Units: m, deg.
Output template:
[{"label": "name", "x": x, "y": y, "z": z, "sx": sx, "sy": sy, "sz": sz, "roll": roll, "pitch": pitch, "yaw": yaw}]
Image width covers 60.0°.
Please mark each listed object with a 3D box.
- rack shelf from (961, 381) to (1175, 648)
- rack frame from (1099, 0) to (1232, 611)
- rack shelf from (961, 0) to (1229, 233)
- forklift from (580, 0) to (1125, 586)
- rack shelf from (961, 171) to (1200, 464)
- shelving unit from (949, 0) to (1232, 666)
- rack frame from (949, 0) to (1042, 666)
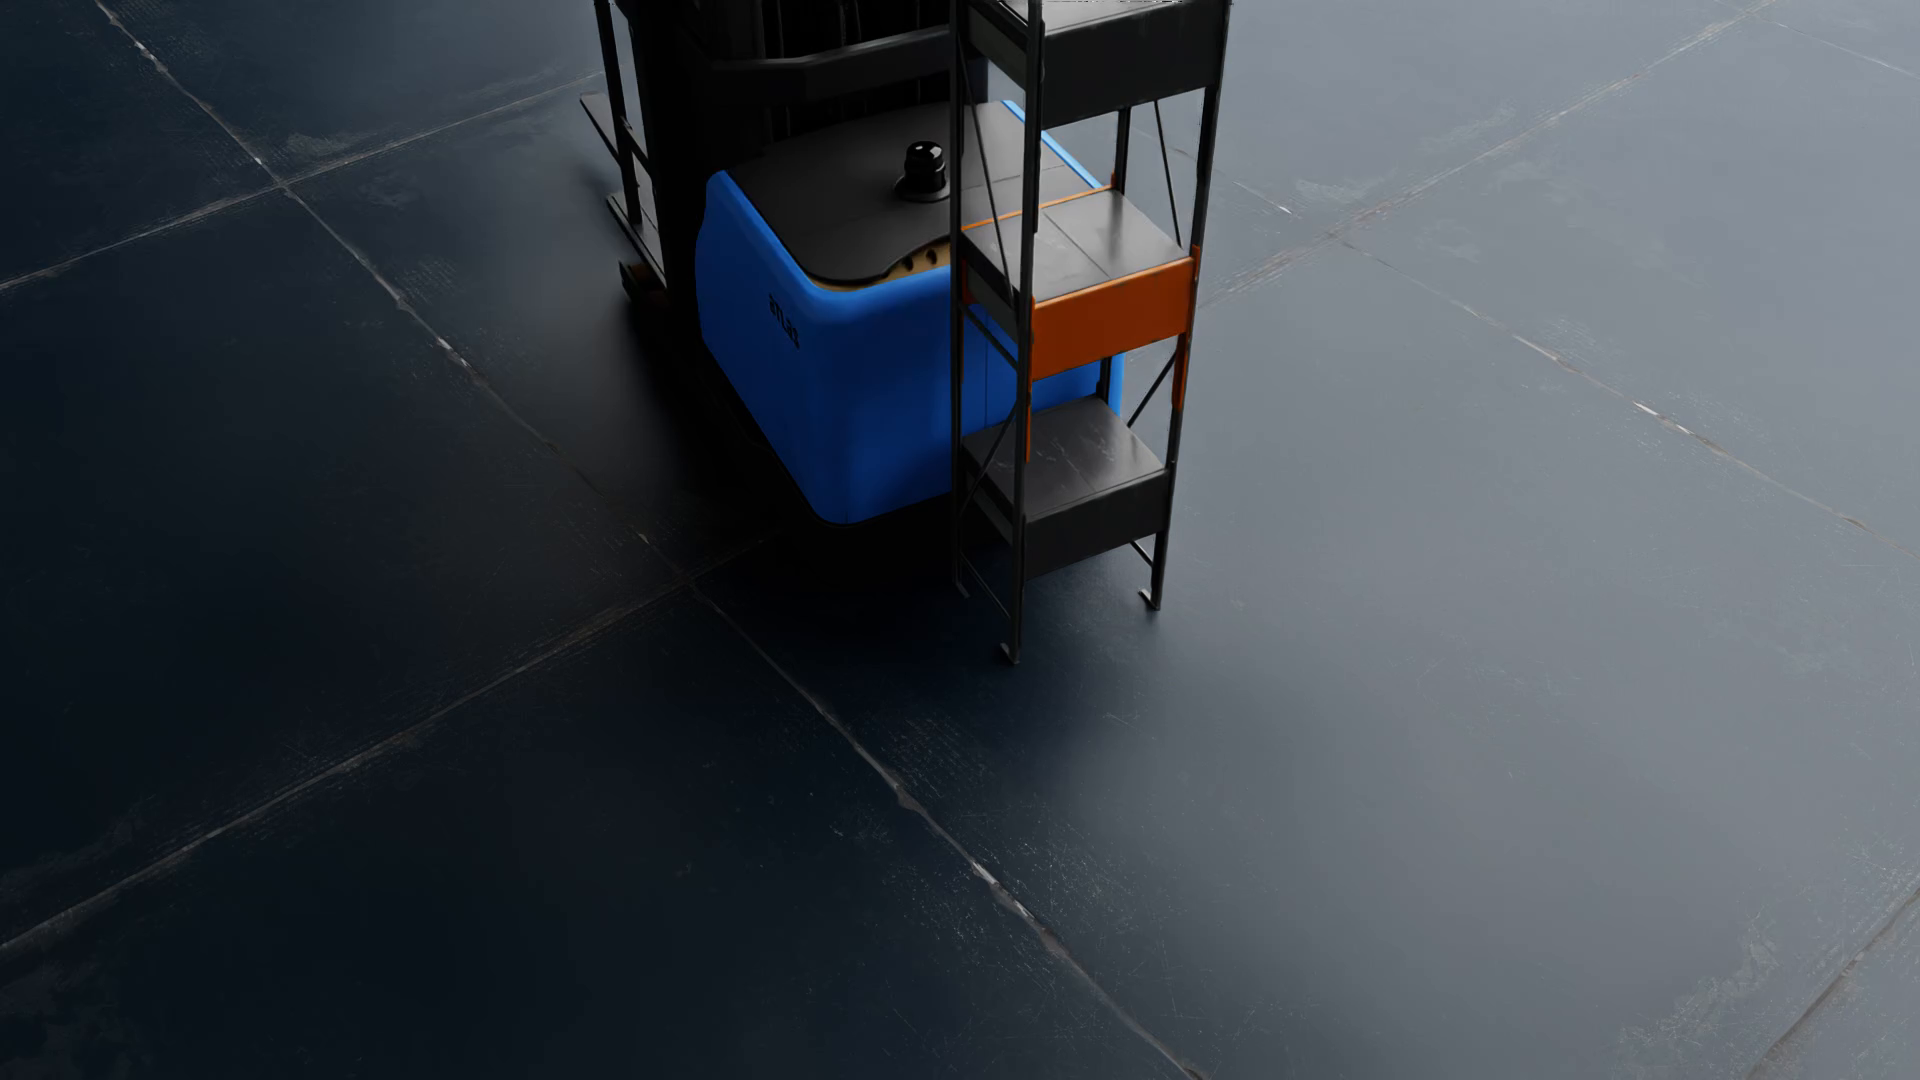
[{"label": "rack shelf", "x": 0.290, "y": -0.077, "z": 4.841, "sx": 0.480, "sy": 0.518, "sz": 0.431, "roll": -20, "pitch": 47, "yaw": -20}, {"label": "rack frame", "x": 0.506, "y": -0.675, "z": 4.435, "sx": 0.015, "sy": 2.100, "sz": 0.400, "roll": -20, "pitch": 47, "yaw": -20}, {"label": "rack shelf", "x": 0.290, "y": -1.098, "z": 3.883, "sx": 0.480, "sy": 0.518, "sz": 0.431, "roll": -20, "pitch": 47, "yaw": -20}, {"label": "forklift", "x": -0.598, "y": -1.939, "z": 5.174, "sx": 1.130, "sy": 2.935, "sz": 3.031, "roll": -19, "pitch": 46, "yaw": -19}, {"label": "rack shelf", "x": 0.290, "y": -0.588, "z": 4.362, "sx": 0.480, "sy": 0.518, "sz": 0.431, "roll": -20, "pitch": 47, "yaw": -20}, {"label": "shelving unit", "x": 0.290, "y": -0.598, "z": 4.353, "sx": 0.503, "sy": 2.100, "sz": 0.431, "roll": -20, "pitch": 47, "yaw": -20}, {"label": "rack frame", "x": 0.074, "y": -0.520, "z": 4.270, "sx": 0.015, "sy": 2.100, "sz": 0.400, "roll": -20, "pitch": 47, "yaw": -20}]
